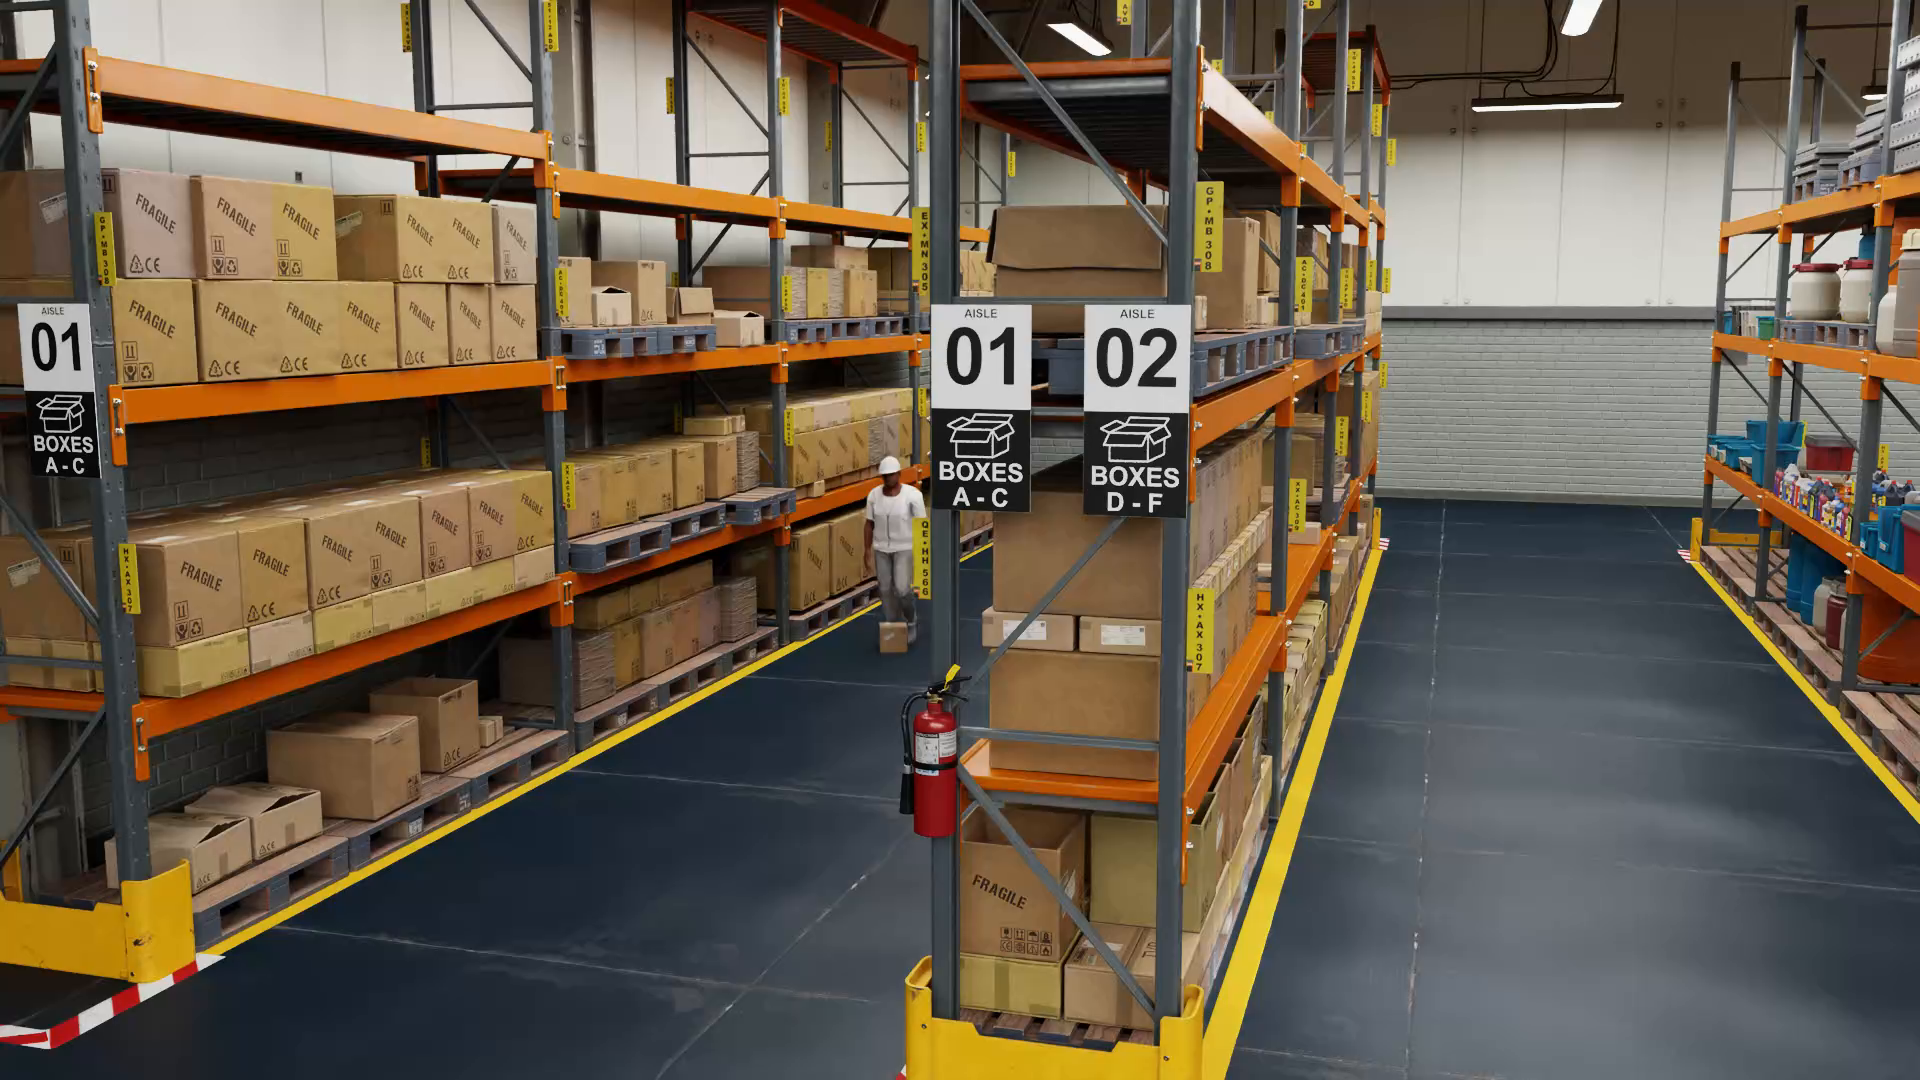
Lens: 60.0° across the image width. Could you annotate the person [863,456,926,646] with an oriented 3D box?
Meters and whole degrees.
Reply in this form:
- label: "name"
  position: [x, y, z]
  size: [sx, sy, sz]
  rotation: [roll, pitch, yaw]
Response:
- label: "person"
  position: [-0.608, 0.107, 15.439]
  size: [0.585, 1.779, 0.463]
  rotation: [3, 9, 20]
